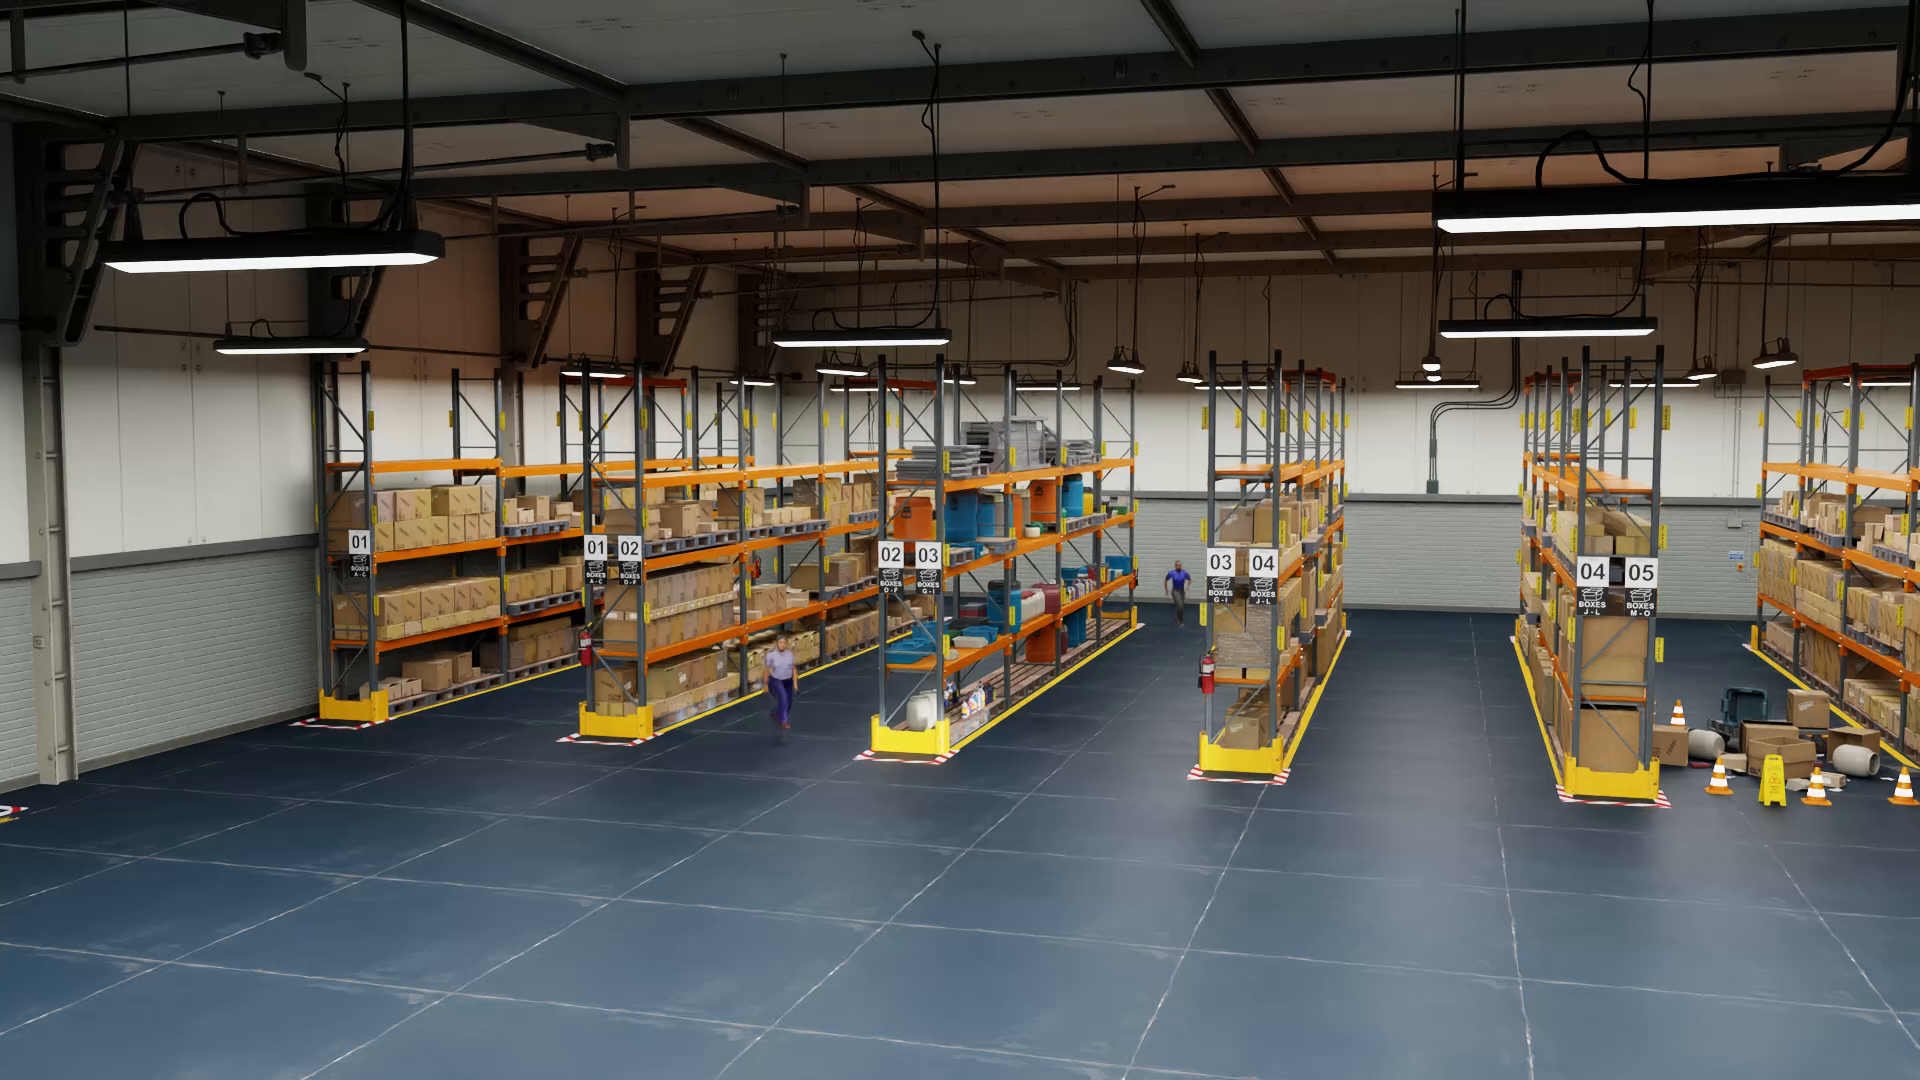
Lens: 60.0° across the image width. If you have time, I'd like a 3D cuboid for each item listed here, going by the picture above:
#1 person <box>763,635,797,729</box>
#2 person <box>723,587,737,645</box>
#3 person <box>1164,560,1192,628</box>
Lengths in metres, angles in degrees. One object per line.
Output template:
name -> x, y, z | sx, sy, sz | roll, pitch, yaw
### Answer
person -> -2.780, 2.207, 26.022 | 0.547, 1.409, 1.077 | -3, 5, -37
person -> -4.974, 1.594, 35.282 | 0.527, 1.725, 1.068 | 1, 4, 19
person -> 5.295, 1.360, 40.515 | 0.594, 1.623, 0.735 | -2, 4, -23
